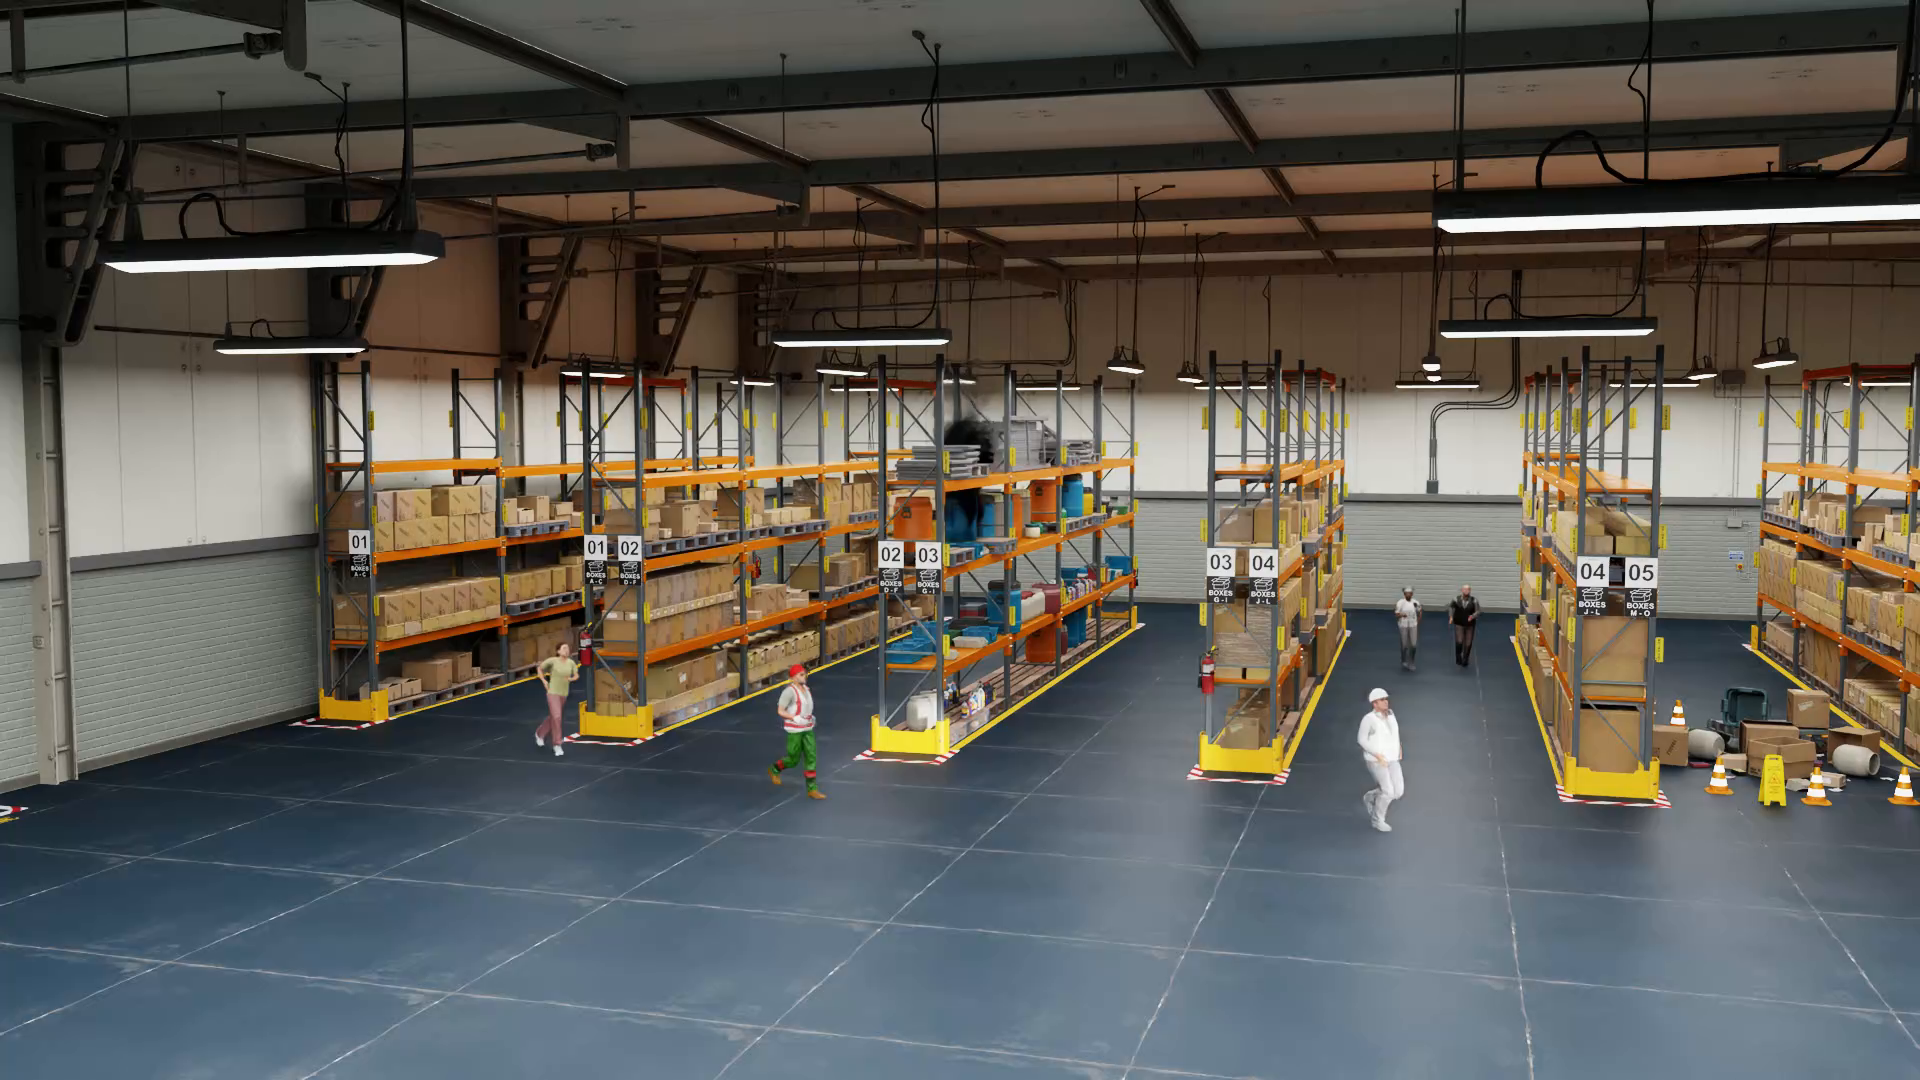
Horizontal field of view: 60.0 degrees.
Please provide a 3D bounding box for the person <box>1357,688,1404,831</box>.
[{"bbox_3d":[5.163,2.684,20.445,0.663,1.739,0.540,-3,5,-35],"label":"person"}]

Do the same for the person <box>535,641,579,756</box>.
[{"bbox_3d":[-6.103,2.378,25.336,0.579,1.679,0.891,-4,6,-44],"label":"person"}]

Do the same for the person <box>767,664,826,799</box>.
[{"bbox_3d":[-2.168,2.533,22.126,0.959,1.774,0.653,3,5,36],"label":"person"}]

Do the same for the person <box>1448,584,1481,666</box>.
[{"bbox_3d":[10.228,1.737,33.719,0.632,1.678,0.733,1,4,14],"label":"person"}]

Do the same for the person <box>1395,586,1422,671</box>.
[{"bbox_3d":[9.014,1.784,33.396,0.555,1.726,0.665,1,4,10],"label":"person"}]
